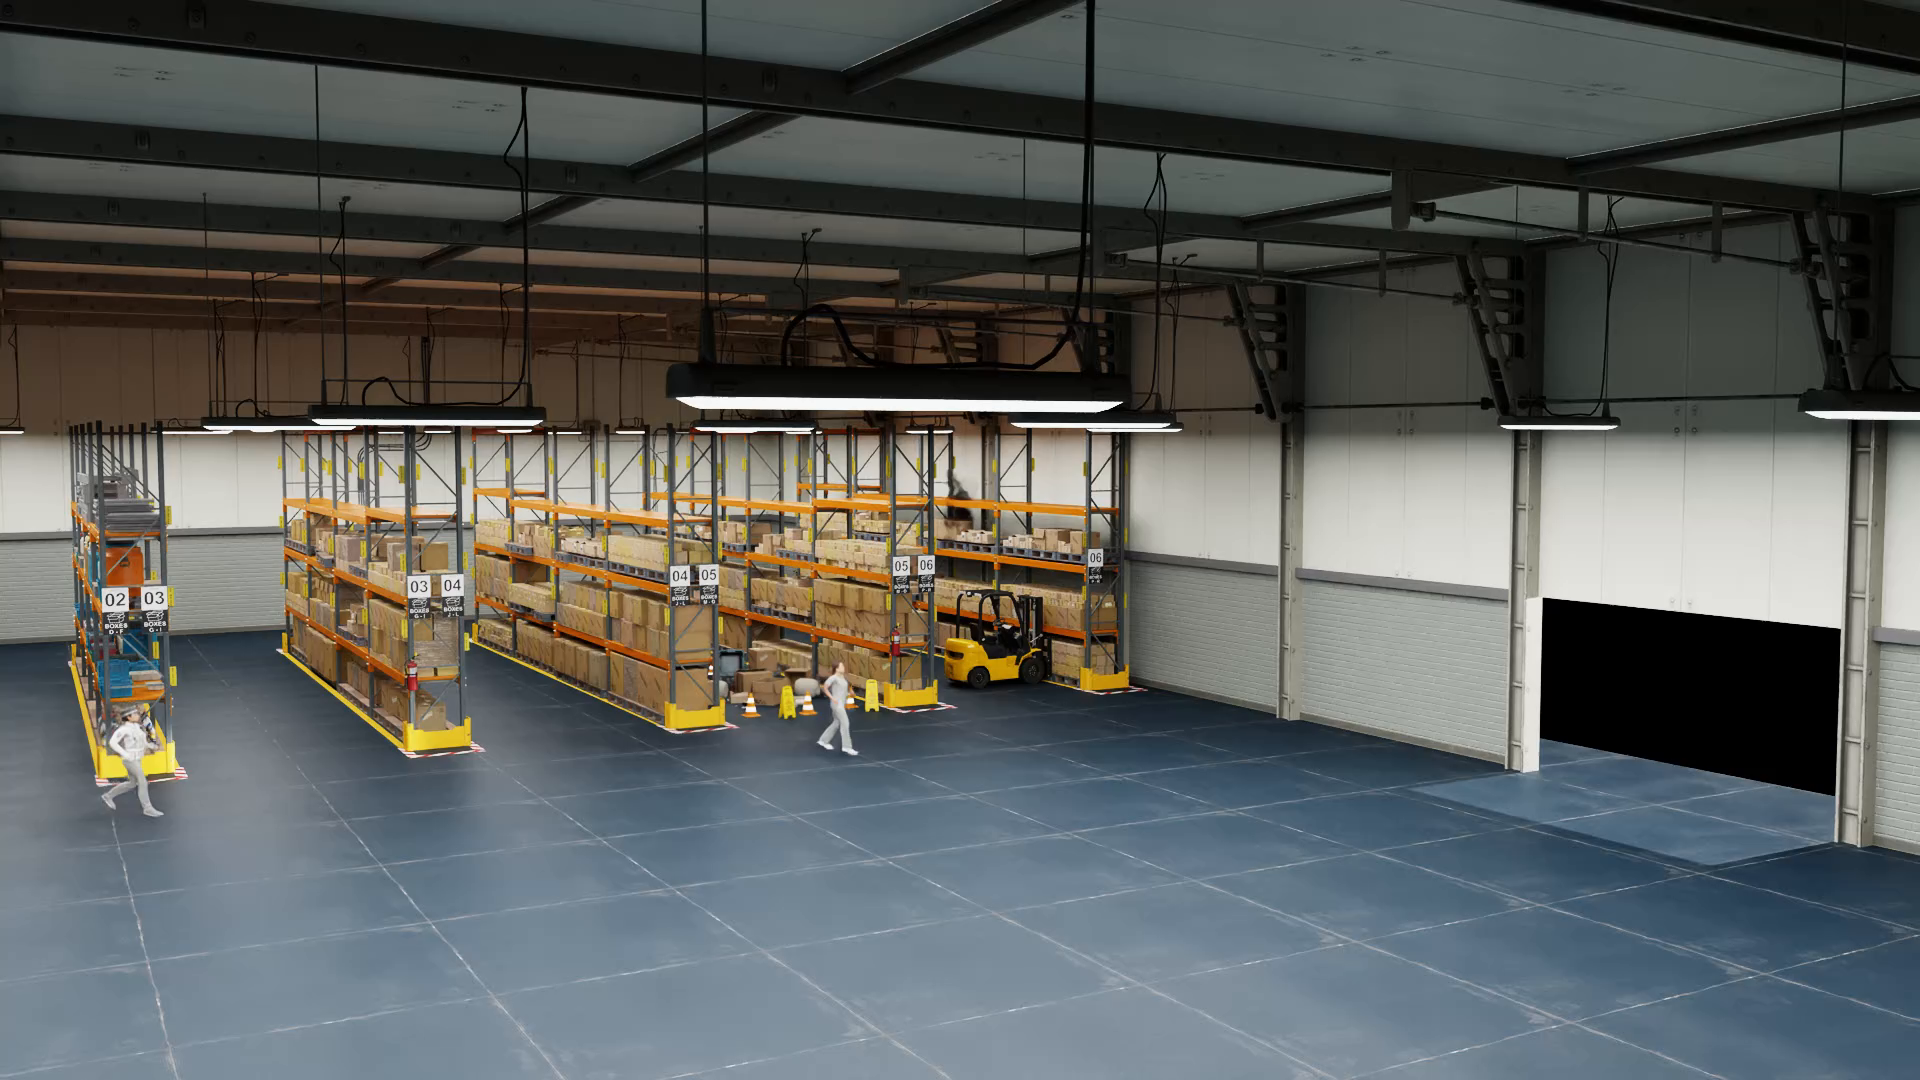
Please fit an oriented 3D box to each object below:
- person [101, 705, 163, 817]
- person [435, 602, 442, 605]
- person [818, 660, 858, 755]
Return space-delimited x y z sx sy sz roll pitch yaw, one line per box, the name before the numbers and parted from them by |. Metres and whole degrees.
person | -12.504 3.335 25.053 0.904 1.698 0.593 0 4 -7
person | -13.896 2.114 44.684 0.677 1.731 0.801 -2 4 -23
person | -2.211 3.021 30.101 0.789 1.699 0.571 1 4 13
